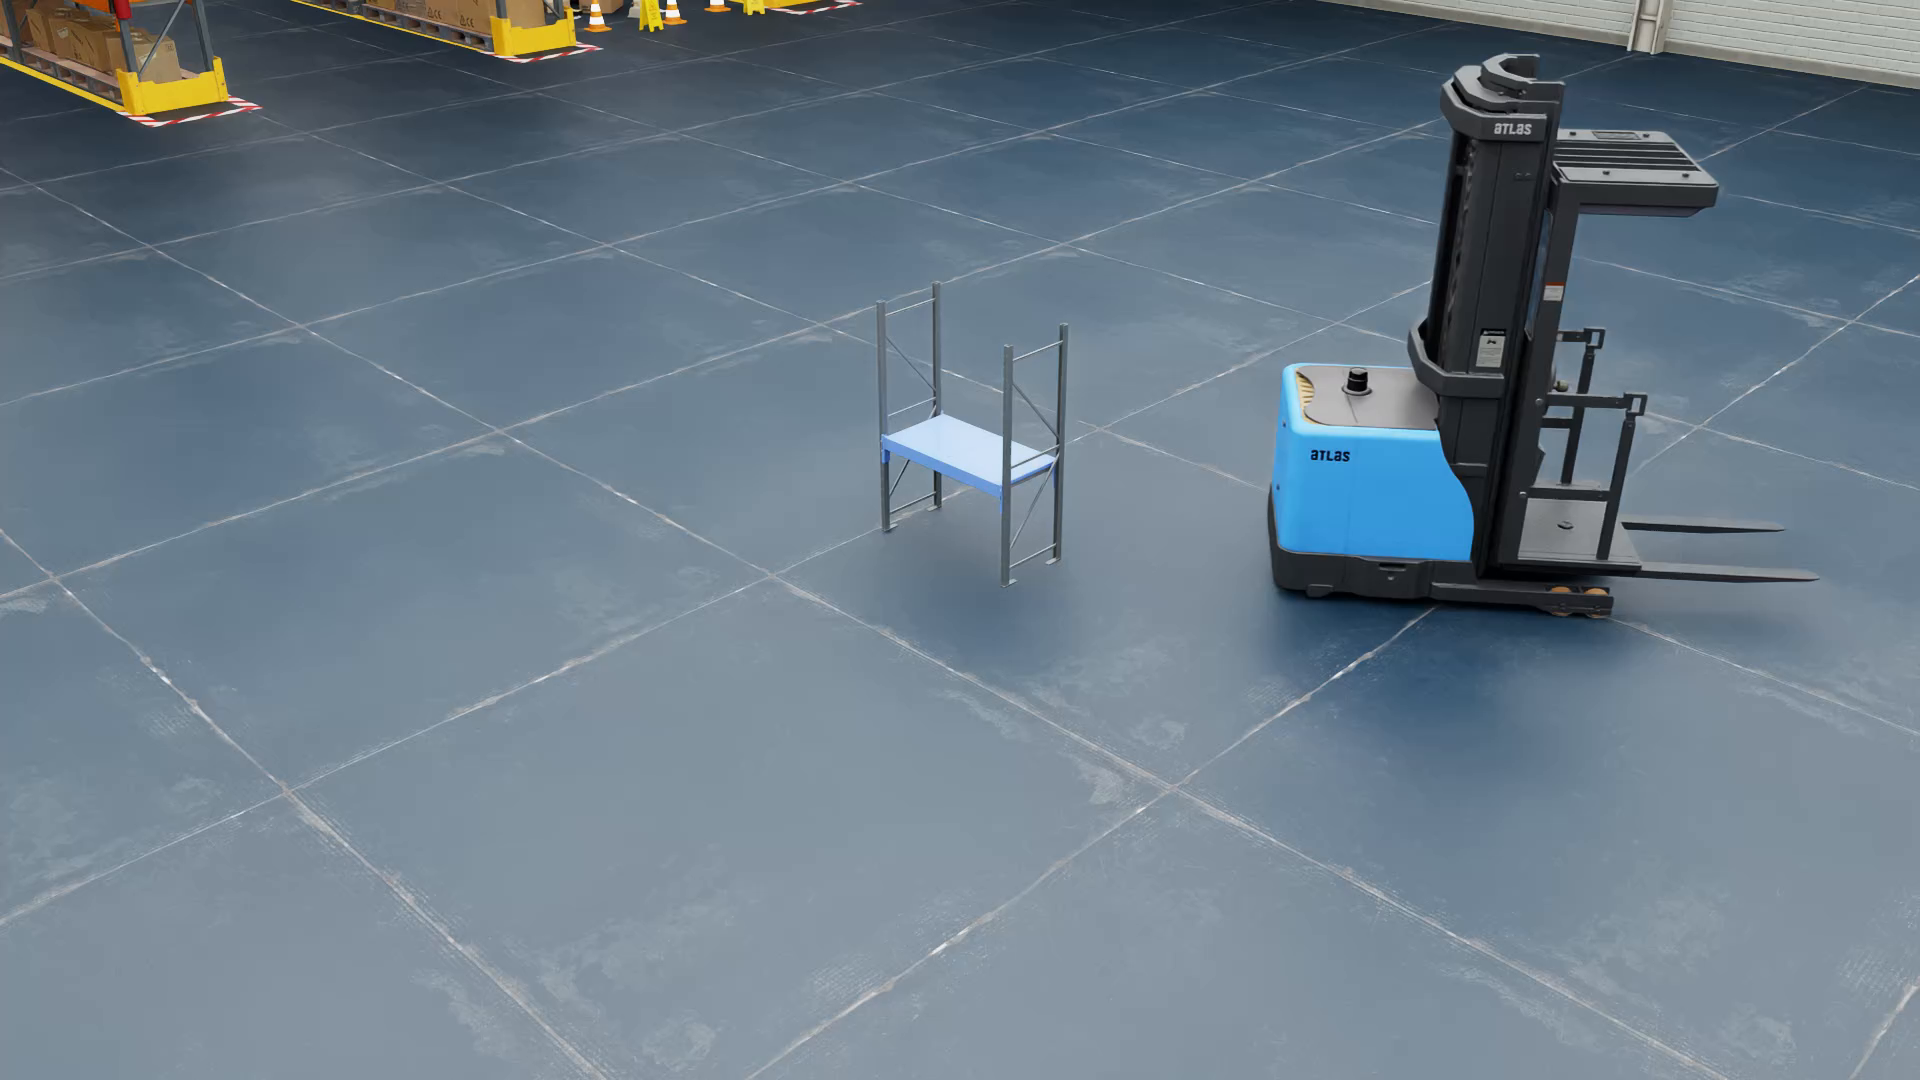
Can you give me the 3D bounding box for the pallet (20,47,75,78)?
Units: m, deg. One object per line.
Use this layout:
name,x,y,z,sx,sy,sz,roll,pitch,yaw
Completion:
pallet,-11.877,-6.491,22.367,1.213,0.211,1.003,25,36,38

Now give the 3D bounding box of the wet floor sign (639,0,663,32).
wet floor sign,-4.570,-7.846,24.478,0.232,0.644,0.267,18,33,30

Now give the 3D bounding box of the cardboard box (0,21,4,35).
cardboard box,-13.131,-7.390,23.294,0.500,0.500,0.700,24,36,38

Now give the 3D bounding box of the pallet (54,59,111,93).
pallet,-11.003,-6.093,21.610,1.213,0.211,1.003,25,36,38

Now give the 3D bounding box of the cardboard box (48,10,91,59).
cardboard box,-11.710,-6.684,21.973,0.500,0.500,0.500,-13,31,-24

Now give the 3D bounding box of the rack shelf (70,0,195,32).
rack shelf,-10.955,-6.961,21.039,4.000,0.370,1.077,25,36,38

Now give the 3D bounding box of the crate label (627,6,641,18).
crate label,-4.932,-8.118,25.541,0.298,0.136,0.250,7,29,13

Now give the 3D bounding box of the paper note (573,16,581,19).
paper note,-5.877,-7.987,25.408,0.144,0.017,0.142,-13,30,-22

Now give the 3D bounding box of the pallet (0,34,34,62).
pallet,-12.937,-6.952,23.244,1.213,0.211,1.003,25,36,38

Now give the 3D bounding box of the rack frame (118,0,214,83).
rack frame,-9.529,-6.627,19.630,0.127,3.000,1.000,25,36,38

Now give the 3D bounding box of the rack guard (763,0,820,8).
rack guard,-2.635,-8.834,26.514,0.348,0.500,1.175,25,36,38

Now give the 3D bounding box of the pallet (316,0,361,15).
pallet,-9.434,-8.538,26.261,1.213,0.211,1.003,25,36,38

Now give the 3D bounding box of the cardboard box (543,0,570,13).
cardboard box,-6.315,-8.386,25.912,0.396,0.266,0.258,-18,33,-31

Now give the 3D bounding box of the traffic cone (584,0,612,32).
traffic cone,-5.362,-7.762,24.514,0.334,0.463,0.336,25,36,38

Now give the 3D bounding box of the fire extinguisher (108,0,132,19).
fire extinguisher,-9.770,-6.403,19.287,0.183,0.674,0.296,25,36,38

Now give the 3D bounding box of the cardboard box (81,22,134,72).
cardboard box,-10.846,-6.310,21.262,0.500,0.500,0.500,-21,34,-35

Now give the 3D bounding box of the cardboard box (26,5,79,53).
cardboard box,-12.124,-6.868,22.323,0.500,0.500,0.500,23,36,37

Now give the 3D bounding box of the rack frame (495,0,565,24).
rack frame,-5.979,-8.240,22.698,0.127,3.000,1.000,25,36,38

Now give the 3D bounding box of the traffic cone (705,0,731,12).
traffic cone,-3.792,-8.505,25.928,0.334,0.463,0.336,25,36,38

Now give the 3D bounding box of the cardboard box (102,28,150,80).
cardboard box,-10.412,-6.100,20.862,0.500,0.500,0.500,-15,31,-27

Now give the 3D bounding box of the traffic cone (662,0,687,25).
traffic cone,-4.328,-8.026,25.017,0.334,0.463,0.336,25,36,38

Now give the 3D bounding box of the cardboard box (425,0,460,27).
cardboard box,-7.138,-7.971,24.019,0.875,0.875,0.875,24,36,38

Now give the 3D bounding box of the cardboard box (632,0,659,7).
cardboard box,-4.931,-8.411,26.087,0.380,0.149,0.250,-7,29,-14

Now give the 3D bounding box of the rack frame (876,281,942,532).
rack frame,-0.302,-0.802,10.163,0.032,1.500,0.500,25,36,38

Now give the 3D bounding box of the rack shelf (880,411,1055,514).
rack shelf,0.061,-0.477,9.932,1.000,0.185,0.538,25,36,38

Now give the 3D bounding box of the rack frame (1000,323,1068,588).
rack frame,0.423,-0.470,9.533,0.032,1.500,0.500,25,36,38

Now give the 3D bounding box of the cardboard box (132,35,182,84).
cardboard box,-9.962,-5.916,20.513,0.500,0.500,0.500,-18,33,-30

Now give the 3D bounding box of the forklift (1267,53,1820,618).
forklift,3.375,-1.116,9.223,3.031,2.935,1.130,3,28,6

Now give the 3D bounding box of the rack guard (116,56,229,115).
rack guard,-9.583,-5.546,20.259,0.348,0.500,1.175,25,36,38

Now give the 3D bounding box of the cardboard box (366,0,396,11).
cardboard box,-8.432,-8.562,25.143,0.875,0.875,0.875,-25,36,-38

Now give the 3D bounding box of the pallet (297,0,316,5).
pallet,-10.309,-8.936,27.018,1.213,0.211,1.003,25,36,38

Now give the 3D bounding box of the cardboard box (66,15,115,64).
cardboard box,-11.212,-6.507,21.637,0.500,0.500,0.500,21,34,34

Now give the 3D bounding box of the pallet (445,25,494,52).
pallet,-6.604,-7.241,23.794,1.213,0.211,1.003,25,36,38

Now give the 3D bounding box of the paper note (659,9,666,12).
paper note,-4.650,-8.250,25.906,0.142,0.019,0.148,12,30,22

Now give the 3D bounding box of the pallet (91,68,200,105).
pallet,-10.137,-5.695,20.853,1.213,0.211,1.003,25,36,38

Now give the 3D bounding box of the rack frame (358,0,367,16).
rack frame,-8.831,-9.545,25.180,0.127,3.000,1.000,25,36,38

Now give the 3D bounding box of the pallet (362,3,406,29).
pallet,-8.344,-8.037,25.308,1.213,0.211,1.003,25,36,38

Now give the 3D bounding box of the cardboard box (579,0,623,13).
cardboard box,-5.608,-8.544,25.958,0.637,0.503,0.797,2,28,4

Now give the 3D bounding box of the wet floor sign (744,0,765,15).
wet floor sign,-3.195,-8.457,25.640,0.267,0.644,0.232,-13,30,-22

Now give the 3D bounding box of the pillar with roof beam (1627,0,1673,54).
pillar with roof beam,6.571,-9.402,18.461,0.400,9.000,9.100,25,36,38

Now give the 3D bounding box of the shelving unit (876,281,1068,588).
shelving unit,0.061,-0.636,9.848,1.048,1.500,0.538,25,36,38

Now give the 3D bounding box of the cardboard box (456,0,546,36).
cardboard box,-6.509,-7.685,23.474,0.875,0.875,0.875,25,37,39

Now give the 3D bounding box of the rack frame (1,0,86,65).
rack frame,-12.381,-7.932,22.113,0.127,3.000,1.000,25,36,38

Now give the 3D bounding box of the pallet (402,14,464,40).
pallet,-7.470,-7.639,24.551,1.213,0.211,1.003,25,36,38

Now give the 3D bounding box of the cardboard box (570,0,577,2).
cardboard box,-6.281,-8.906,26.502,0.503,0.637,0.797,25,36,38

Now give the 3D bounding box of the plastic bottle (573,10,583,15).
plastic bottle,-5.982,-8.156,25.695,0.283,0.061,0.133,12,30,22

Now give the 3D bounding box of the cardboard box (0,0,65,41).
cardboard box,-12.804,-7.228,22.987,0.500,0.500,0.700,21,34,35

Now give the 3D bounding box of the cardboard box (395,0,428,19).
cardboard box,-7.787,-8.270,24.586,0.875,0.875,0.875,25,37,39

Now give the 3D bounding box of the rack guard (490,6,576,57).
rack guard,-5.962,-7.126,23.265,0.348,0.500,1.175,25,36,38
